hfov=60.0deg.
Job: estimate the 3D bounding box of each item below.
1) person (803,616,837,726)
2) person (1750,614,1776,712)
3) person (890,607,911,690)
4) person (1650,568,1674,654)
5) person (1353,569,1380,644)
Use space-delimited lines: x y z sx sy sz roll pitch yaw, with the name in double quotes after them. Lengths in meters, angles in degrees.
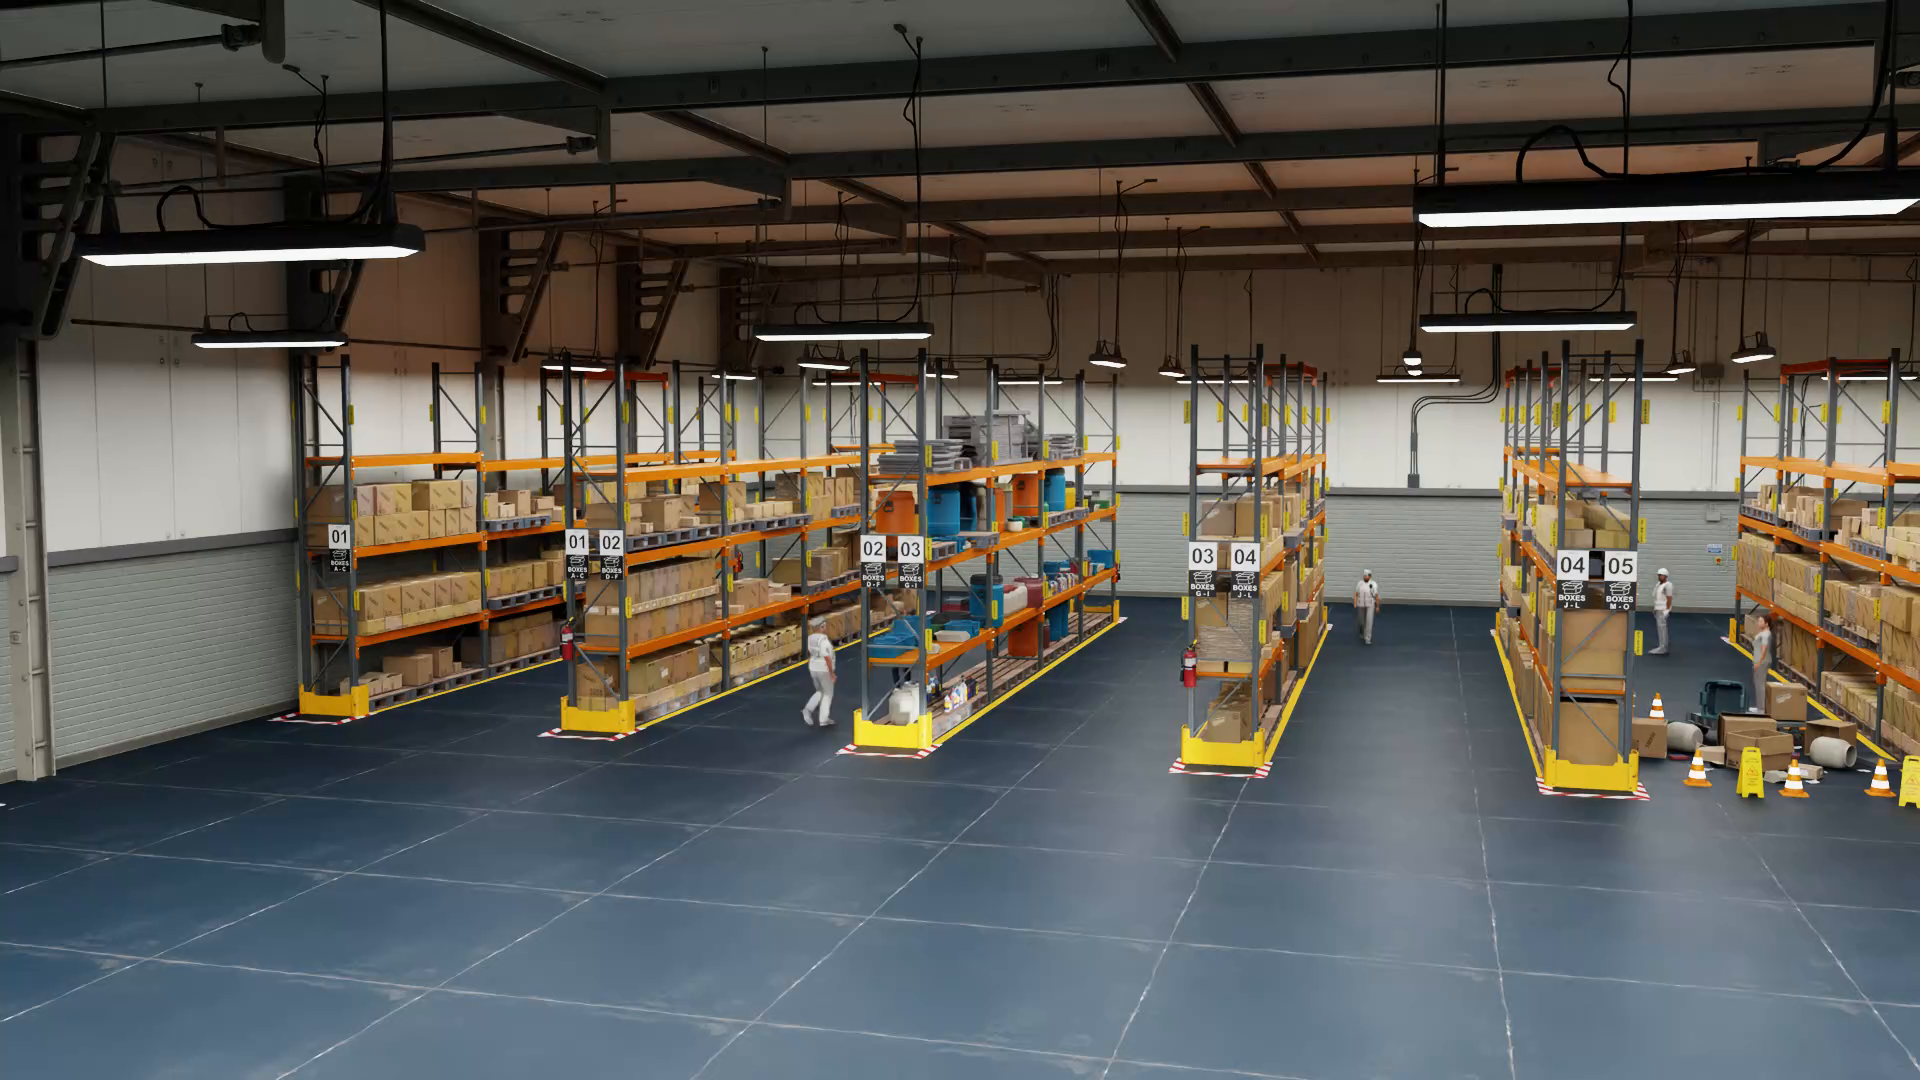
-2.248 2.102 26.688 0.550 1.767 0.549 -4 6 -43 "person"
13.466 2.100 27.960 0.480 1.711 0.387 -4 6 -42 "person"
-1.077 1.996 29.979 0.458 1.542 0.536 0 4 5 "person"
14.795 1.490 35.053 0.450 1.789 0.617 2 5 21 "person"
8.945 1.453 36.561 0.549 1.623 0.929 2 5 20 "person"
